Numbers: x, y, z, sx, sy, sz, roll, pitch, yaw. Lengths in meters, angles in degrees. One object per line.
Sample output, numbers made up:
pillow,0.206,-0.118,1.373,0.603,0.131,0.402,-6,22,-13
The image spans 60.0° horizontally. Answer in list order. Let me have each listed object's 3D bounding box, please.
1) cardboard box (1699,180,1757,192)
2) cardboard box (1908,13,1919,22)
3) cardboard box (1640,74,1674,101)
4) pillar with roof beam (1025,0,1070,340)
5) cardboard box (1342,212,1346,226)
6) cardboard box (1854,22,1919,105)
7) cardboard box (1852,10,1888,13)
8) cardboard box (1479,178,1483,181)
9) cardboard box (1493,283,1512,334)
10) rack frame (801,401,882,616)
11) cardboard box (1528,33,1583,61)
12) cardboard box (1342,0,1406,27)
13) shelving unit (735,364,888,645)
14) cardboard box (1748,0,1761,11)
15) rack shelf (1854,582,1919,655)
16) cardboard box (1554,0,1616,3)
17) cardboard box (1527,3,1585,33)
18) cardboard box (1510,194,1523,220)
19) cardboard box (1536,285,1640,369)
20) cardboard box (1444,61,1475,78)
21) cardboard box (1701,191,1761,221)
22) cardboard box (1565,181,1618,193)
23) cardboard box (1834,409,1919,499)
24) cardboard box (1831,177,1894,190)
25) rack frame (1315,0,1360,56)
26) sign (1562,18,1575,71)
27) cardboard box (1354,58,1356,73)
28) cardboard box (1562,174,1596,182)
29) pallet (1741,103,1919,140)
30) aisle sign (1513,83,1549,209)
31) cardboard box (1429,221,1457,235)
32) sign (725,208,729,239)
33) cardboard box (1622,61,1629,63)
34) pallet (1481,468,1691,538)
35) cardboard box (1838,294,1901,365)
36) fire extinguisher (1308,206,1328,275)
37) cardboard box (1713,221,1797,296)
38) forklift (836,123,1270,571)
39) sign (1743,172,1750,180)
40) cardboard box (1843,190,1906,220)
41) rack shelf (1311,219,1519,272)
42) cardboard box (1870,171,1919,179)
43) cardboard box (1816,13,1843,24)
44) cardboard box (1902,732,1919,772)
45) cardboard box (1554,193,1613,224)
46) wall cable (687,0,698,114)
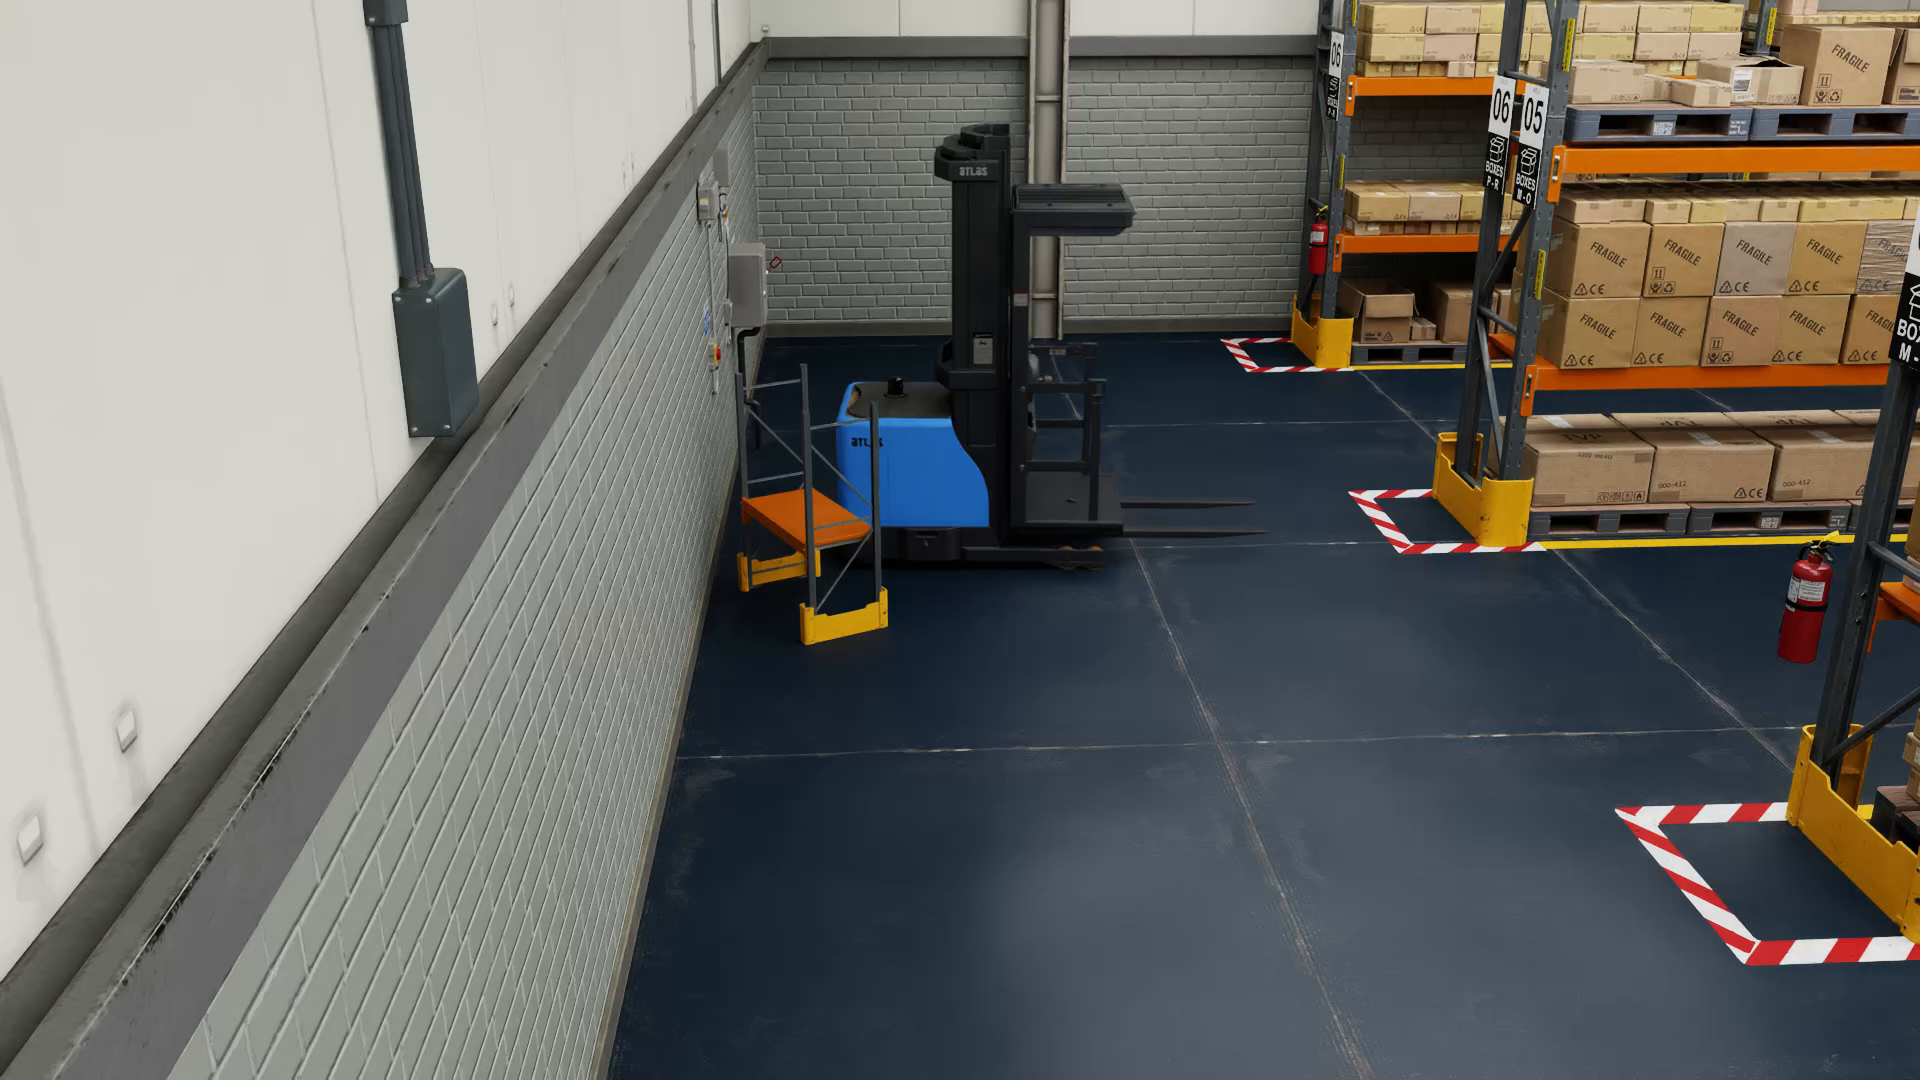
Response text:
cardboard box,5.537,-2.501,12.018,0.250,0.149,0.380,-1,21,-2
cardboard box,9.232,-4.972,15.954,0.250,0.149,0.380,-1,21,-3
cardboard box,4.778,-3.166,11.627,0.250,0.149,0.380,-3,21,-7
pillar with roof beam,1.135,-4.864,12.248,0.400,9.000,9.100,-1,21,-3
cardboard box,3.948,-3.308,16.948,0.250,0.149,0.380,-1,21,-4
cardboard box,6.569,-3.296,11.471,0.637,0.503,0.797,0,21,1
cardboard box,8.948,-5.138,16.390,0.250,0.149,0.380,-2,21,-5
cardboard box,5.608,-3.525,16.957,0.500,0.250,0.500,-1,21,-3
cardboard box,5.638,-2.309,16.894,0.500,0.500,0.500,-1,21,-2
rack frame,-0.722,-0.101,10.278,0.500,1.500,0.032,-12,24,-28
cardboard box,5.624,-4.749,15.955,0.500,0.250,0.500,-1,21,-4
cardboard box,4.060,-5.136,16.270,0.500,0.250,0.500,-2,21,-5
shelving unit,-0.981,-0.260,10.697,0.587,1.500,1.083,-12,24,-28
cardboard box,7.928,-5.296,16.221,0.258,0.266,0.396,-1,21,-4
rack shelf,6.300,0.491,7.626,4.000,0.370,1.077,-1,21,-3
cardboard box,6.092,-5.174,16.369,0.500,0.250,0.500,-1,21,-4
cardboard box,5.608,-4.981,15.861,0.500,0.250,0.500,-1,21,-2
cardboard box,5.620,-3.346,16.486,0.500,0.250,0.500,-2,21,-4
cardboard box,4.415,-1.515,11.744,0.500,0.500,0.500,-1,21,-3
cardboard box,4.736,-4.514,15.900,0.250,0.149,0.380,-1,21,-2
cardboard box,5.335,-2.318,11.535,0.250,0.149,0.380,-1,21,-3
cardboard box,4.519,-2.470,11.935,0.250,0.149,0.380,-1,21,-2
cardboard box,7.280,-0.666,12.665,0.875,0.438,0.875,-1,21,-4
cardboard box,6.557,-2.535,12.107,0.250,0.149,0.380,-2,21,-5
rack frame,3.633,-6.127,15.568,0.127,3.000,1.000,-1,21,-3
sign,3.945,-3.211,10.783,0.005,0.325,0.100,-1,21,-3
cardboard box,3.939,-4.697,16.379,0.250,0.149,0.380,-1,21,-2
cardboard box,6.124,-3.889,16.858,0.500,0.500,0.500,-2,21,-5
pallet,5.881,-2.966,11.603,1.213,0.211,1.003,-1,21,-3
aisle sign,3.864,-2.671,11.267,0.004,0.787,0.394,-1,21,-3
cardboard box,4.744,-3.138,16.501,0.250,0.149,0.380,-1,21,-1
sign,-1.886,-2.549,13.440,0.001,0.242,0.339,-1,21,-3
cardboard box,6.257,-4.573,16.053,0.250,0.149,0.380,0,21,-1
pallet,4.714,-0.301,12.616,1.213,0.211,1.003,-1,21,-3
cardboard box,6.450,-1.560,11.863,0.500,0.500,0.500,-1,21,-4
fire extinguisher,3.512,-2.946,16.276,0.183,0.674,0.296,-1,21,-3
cardboard box,5.444,-2.009,11.637,0.500,0.500,0.500,-1,21,-3
forklift,0.664,-1.348,11.543,3.031,2.935,1.130,0,21,1
sign,7.665,-3.617,16.189,0.005,0.325,0.100,-1,21,-3
cardboard box,6.344,-2.336,11.584,0.250,0.149,0.380,-2,21,-4
rack shelf,5.629,-3.028,16.870,4.000,0.370,1.077,-1,21,-3
cardboard box,9.422,-3.605,16.643,0.500,0.500,0.700,-1,21,-3
cardboard box,8.212,-4.952,15.901,0.250,0.149,0.380,-1,21,-2
cardboard box,4.814,1.081,8.065,0.250,0.149,0.380,-2,21,-5
cardboard box,4.290,-2.287,11.454,0.250,0.149,0.380,-1,21,-2
wall cable,-1.743,-4.149,10.370,0.029,3.000,0.463,-1,21,-3
